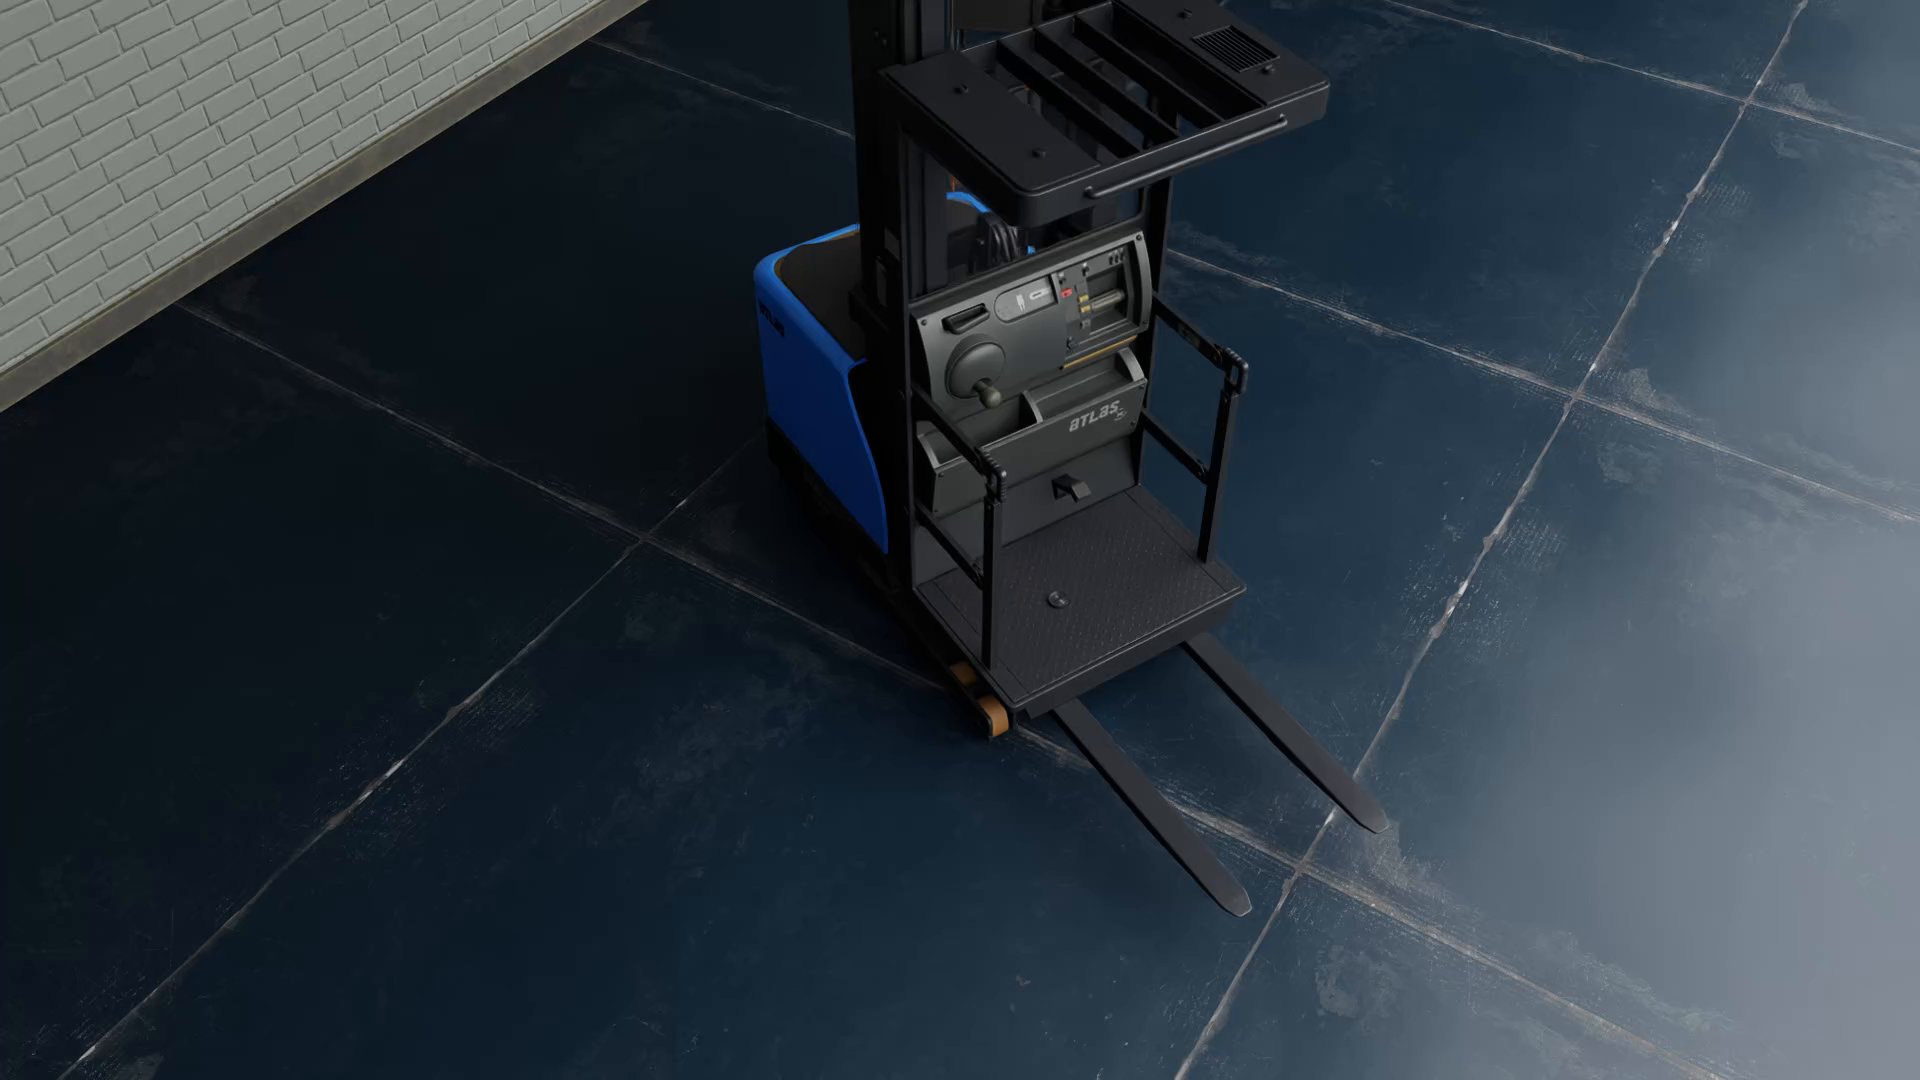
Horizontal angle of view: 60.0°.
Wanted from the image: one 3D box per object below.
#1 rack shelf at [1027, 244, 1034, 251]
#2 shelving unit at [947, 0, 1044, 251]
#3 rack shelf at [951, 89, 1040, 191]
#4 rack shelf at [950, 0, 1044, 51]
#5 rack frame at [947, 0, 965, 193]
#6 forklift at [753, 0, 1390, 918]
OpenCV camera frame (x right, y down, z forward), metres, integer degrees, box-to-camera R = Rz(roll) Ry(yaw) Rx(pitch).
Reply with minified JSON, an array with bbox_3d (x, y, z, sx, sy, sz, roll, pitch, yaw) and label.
[{"bbox_3d":[0.227,-1.137,7.608,0.480,0.518,0.431,6,46,6],"label":"rack shelf"},{"bbox_3d":[0.227,-1.635,7.096,0.503,2.100,0.431,6,46,6],"label":"shelving unit"},{"bbox_3d":[0.227,-1.625,7.106,0.480,0.518,0.431,6,46,6],"label":"rack shelf"},{"bbox_3d":[0.227,-2.113,6.604,0.480,0.518,0.431,6,46,6],"label":"rack shelf"},{"bbox_3d":[-0.015,-1.659,7.120,0.015,2.100,0.400,6,46,6],"label":"rack frame"},{"bbox_3d":[0.382,-0.670,5.579,1.130,2.935,3.031,-25,51,-22],"label":"forklift"}]
